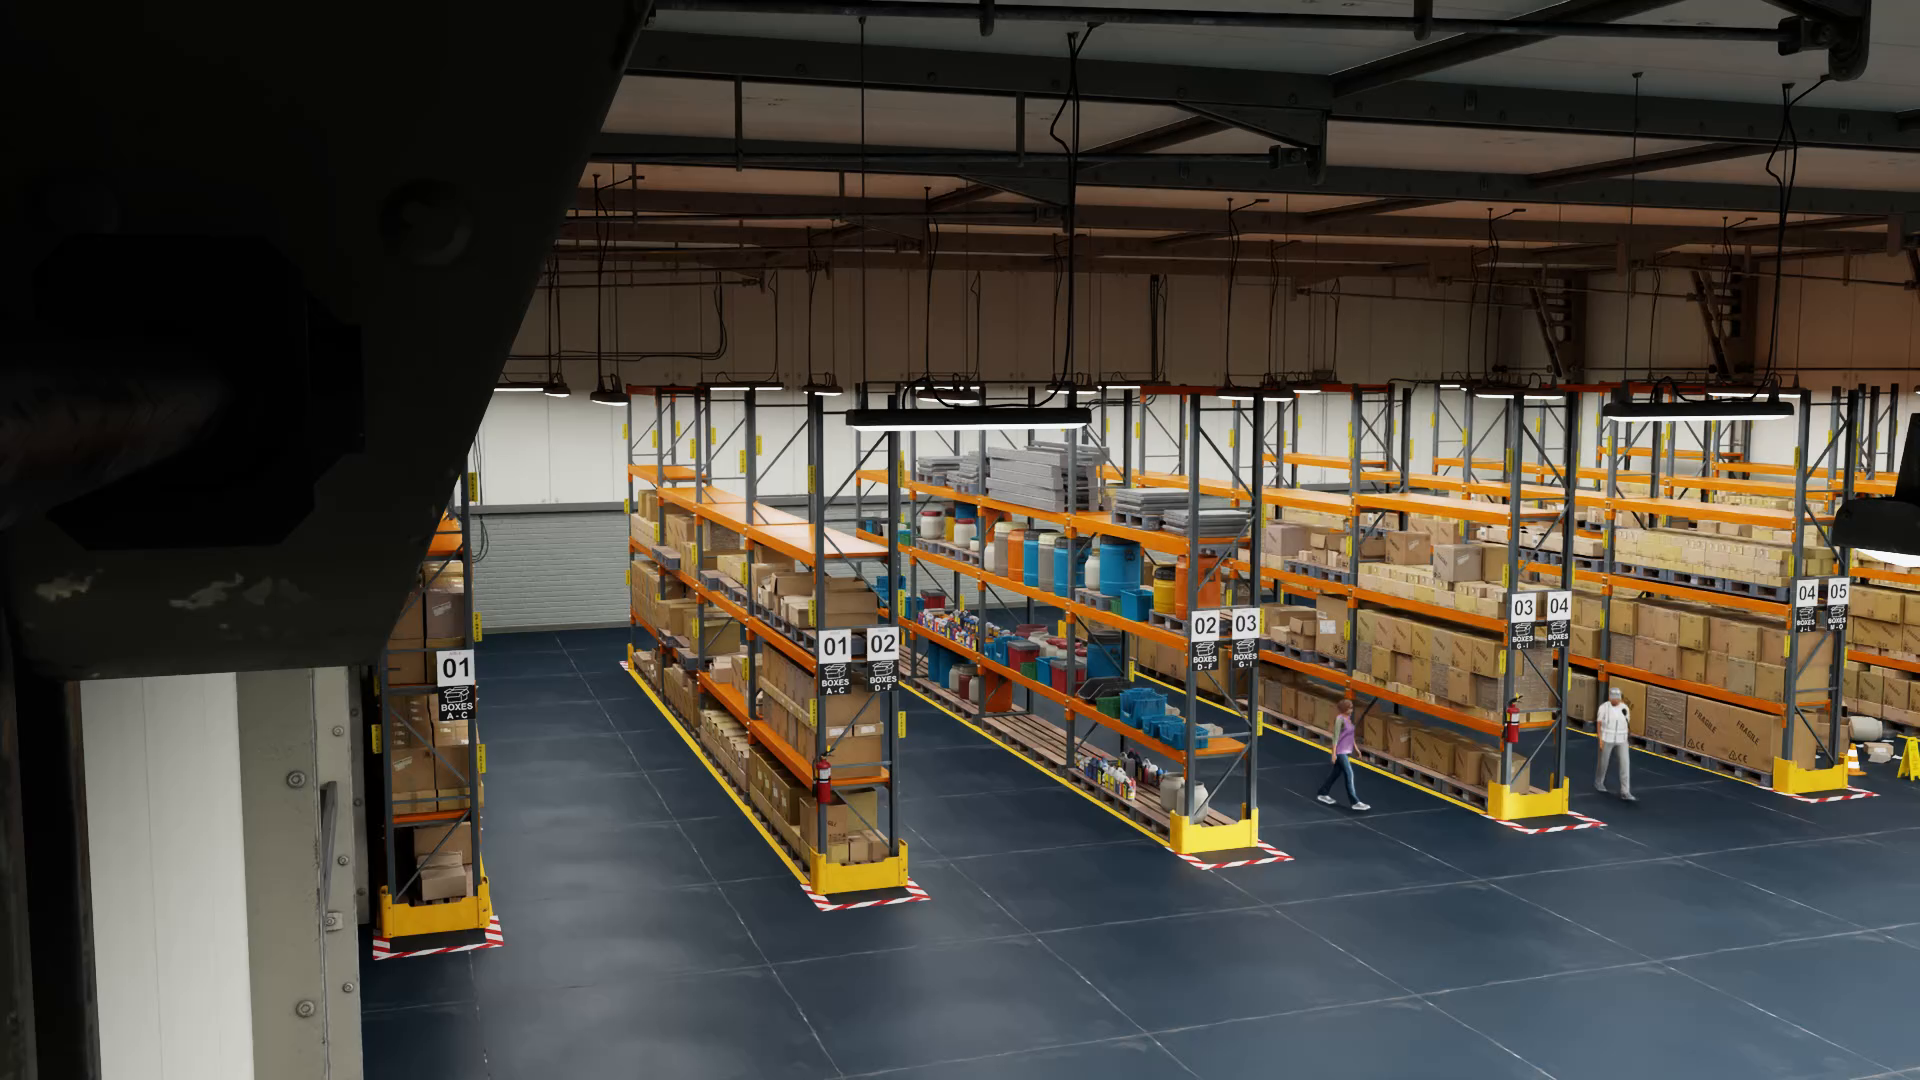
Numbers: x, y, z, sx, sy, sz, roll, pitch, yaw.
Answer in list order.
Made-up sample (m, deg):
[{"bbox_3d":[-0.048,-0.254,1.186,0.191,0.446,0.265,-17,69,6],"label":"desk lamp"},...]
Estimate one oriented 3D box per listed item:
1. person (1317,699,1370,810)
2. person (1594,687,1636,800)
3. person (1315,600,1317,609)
[{"bbox_3d":[5.561,3.071,23.983,0.844,1.560,0.462,3,7,28],"label":"person"},{"bbox_3d":[9.686,2.988,24.587,0.532,1.642,0.806,1,6,14],"label":"person"},{"bbox_3d":[8.974,1.217,41.085,0.766,1.792,0.515,2,6,16],"label":"person"}]
